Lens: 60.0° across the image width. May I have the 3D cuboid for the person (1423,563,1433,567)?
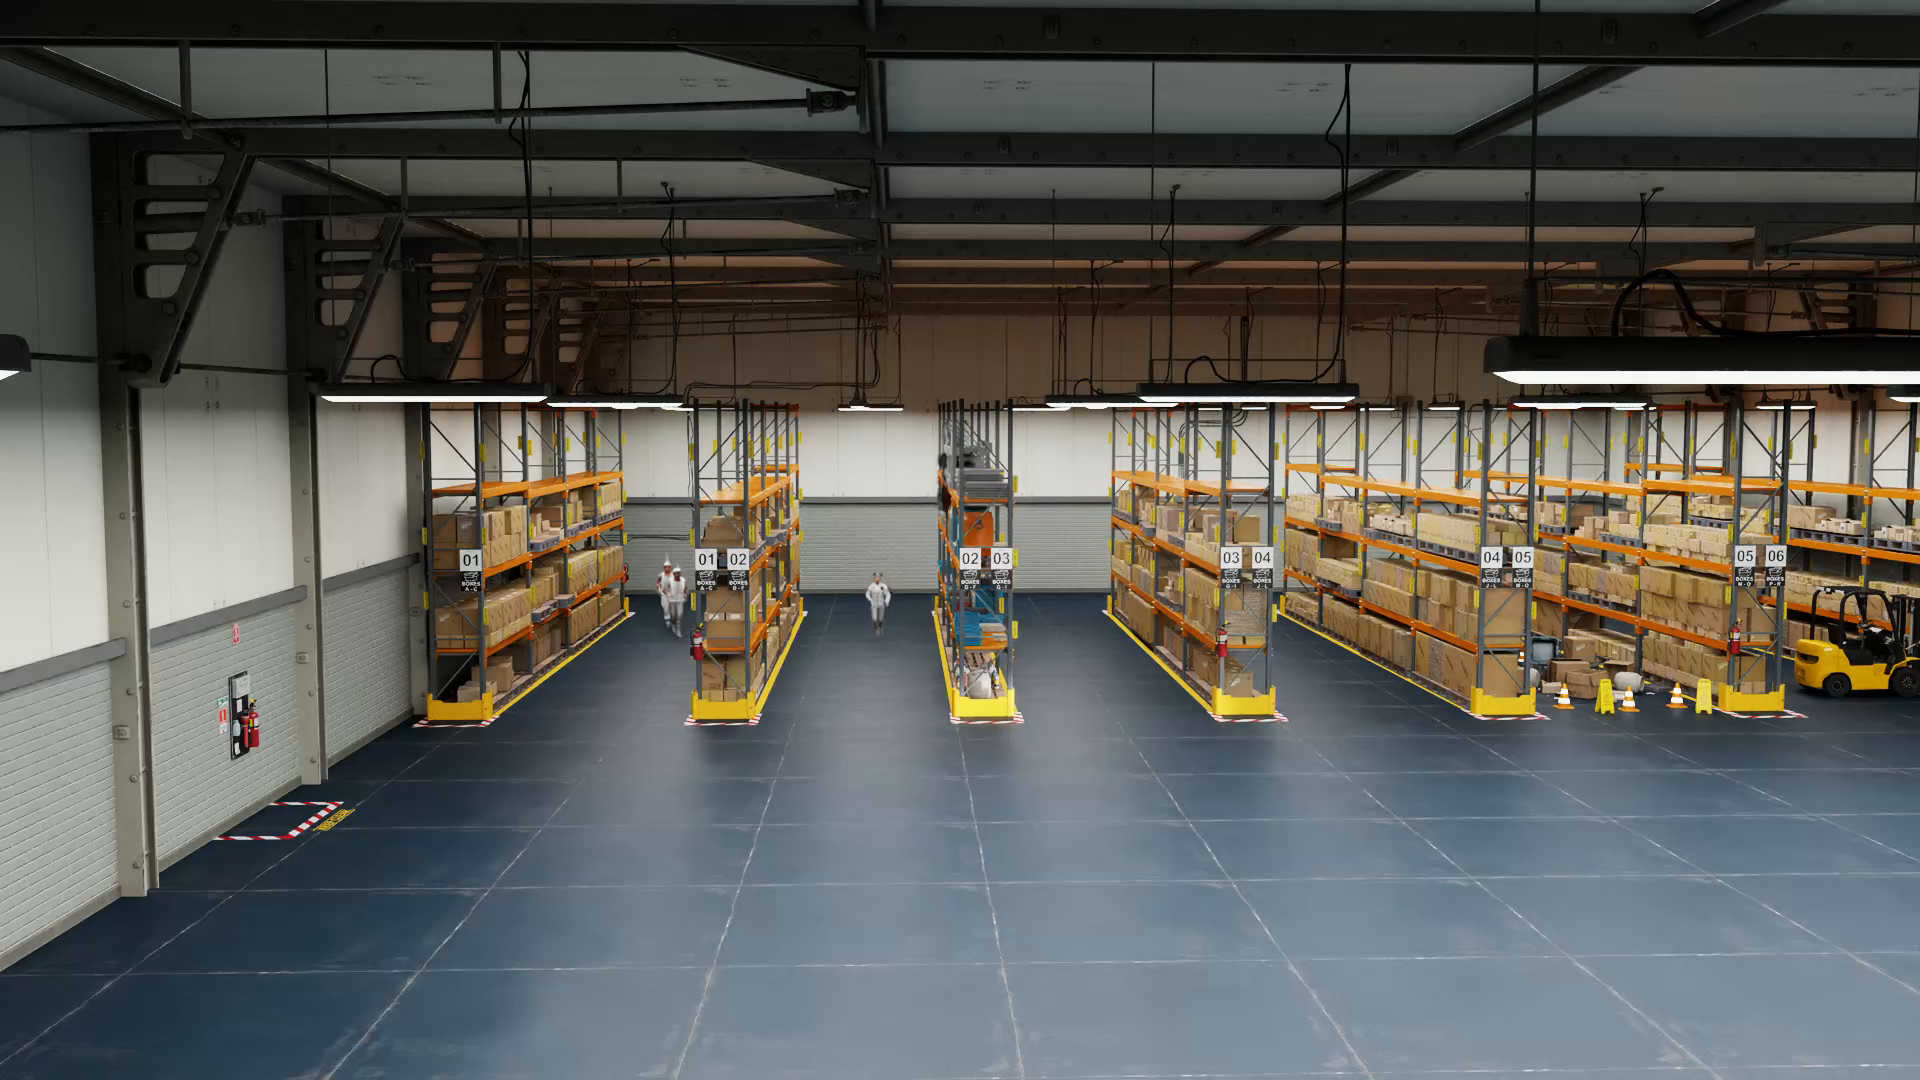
[{"bbox_3d":[12.339,1.522,43.860,0.600,1.834,0.853,-1,4,-11],"label":"person"}]

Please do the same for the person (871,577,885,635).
[{"bbox_3d":[-2.032,1.608,41.047,0.347,1.546,0.524,0,4,0],"label":"person"}]

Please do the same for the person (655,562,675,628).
[{"bbox_3d":[-7.860,1.468,44.683,0.628,1.750,0.677,-1,4,-14],"label":"person"}]

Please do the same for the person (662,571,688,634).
[{"bbox_3d":[-7.321,1.643,42.790,0.663,1.540,0.693,-2,5,-20],"label":"person"}]
